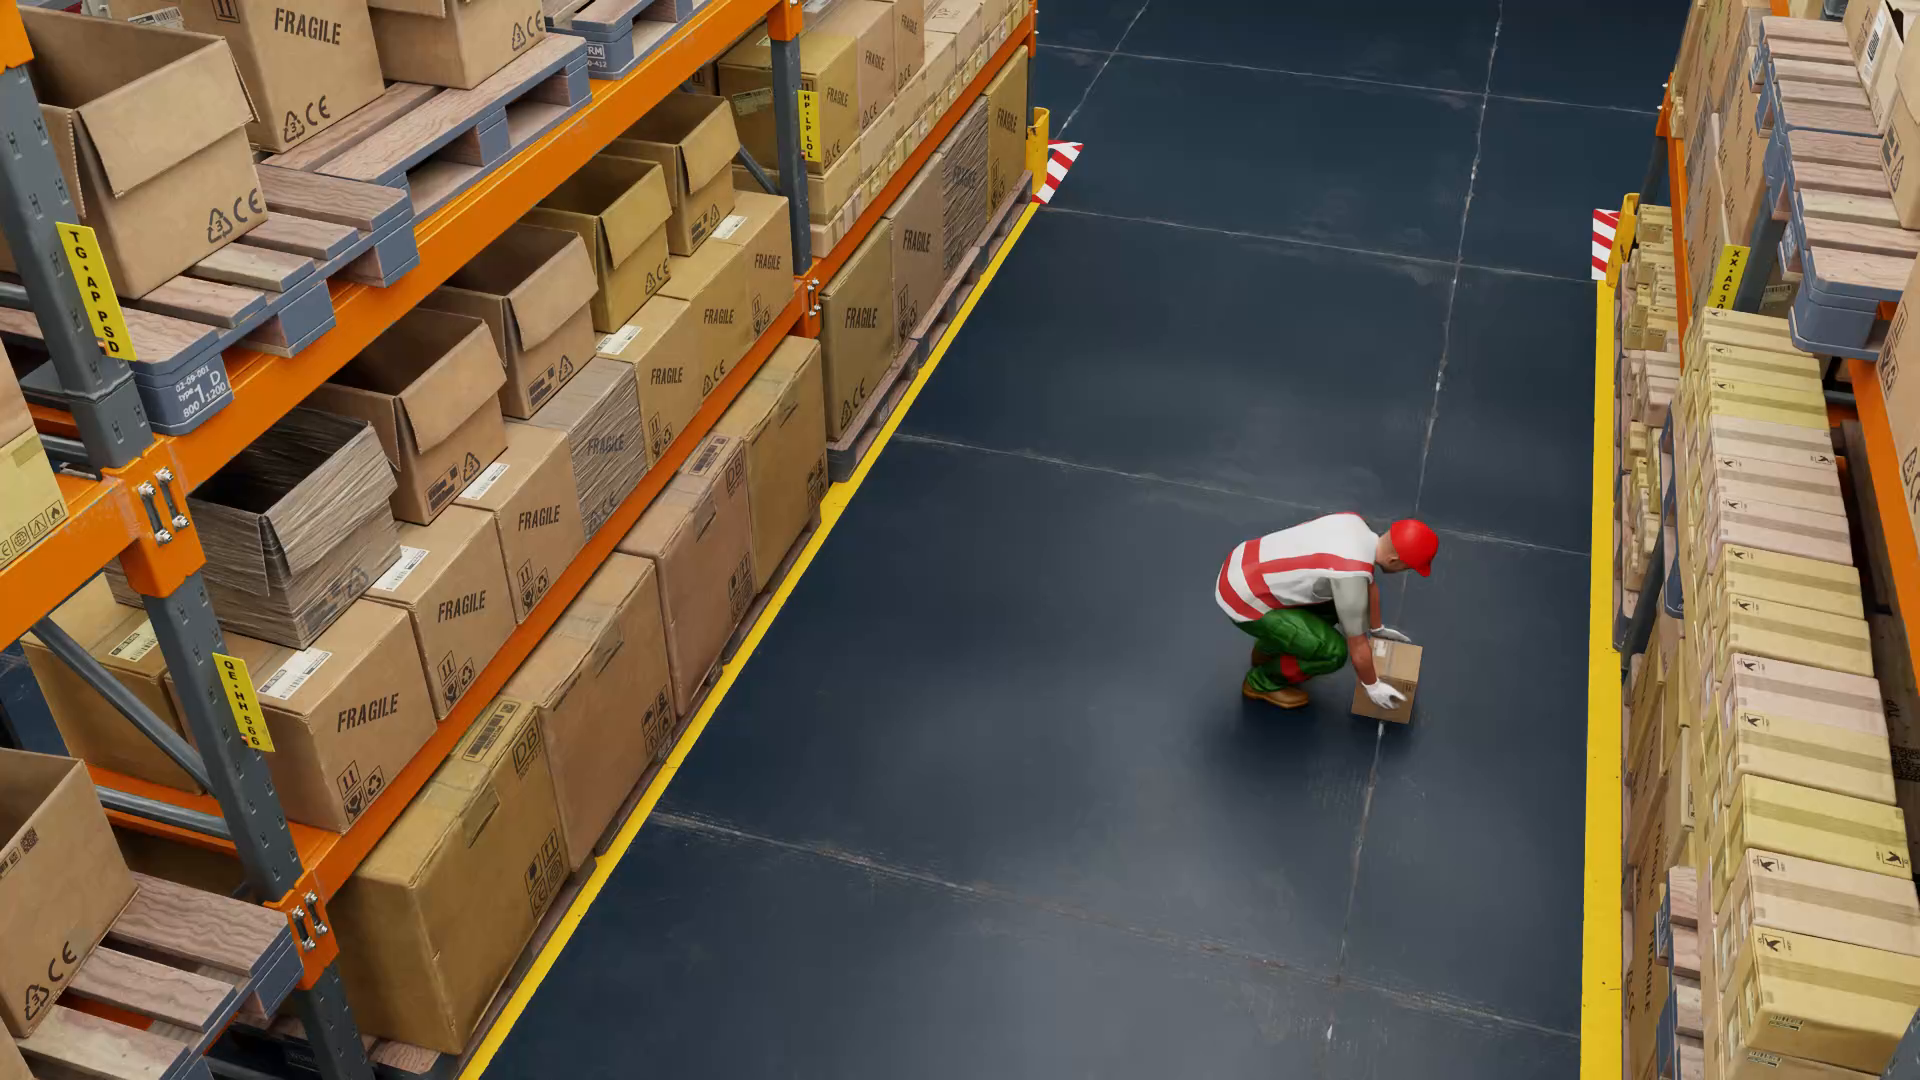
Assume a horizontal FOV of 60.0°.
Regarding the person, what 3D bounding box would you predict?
[{"bbox_3d":[1.562,0.265,7.234,0.885,0.937,0.570,11,38,14],"label":"person"}]
